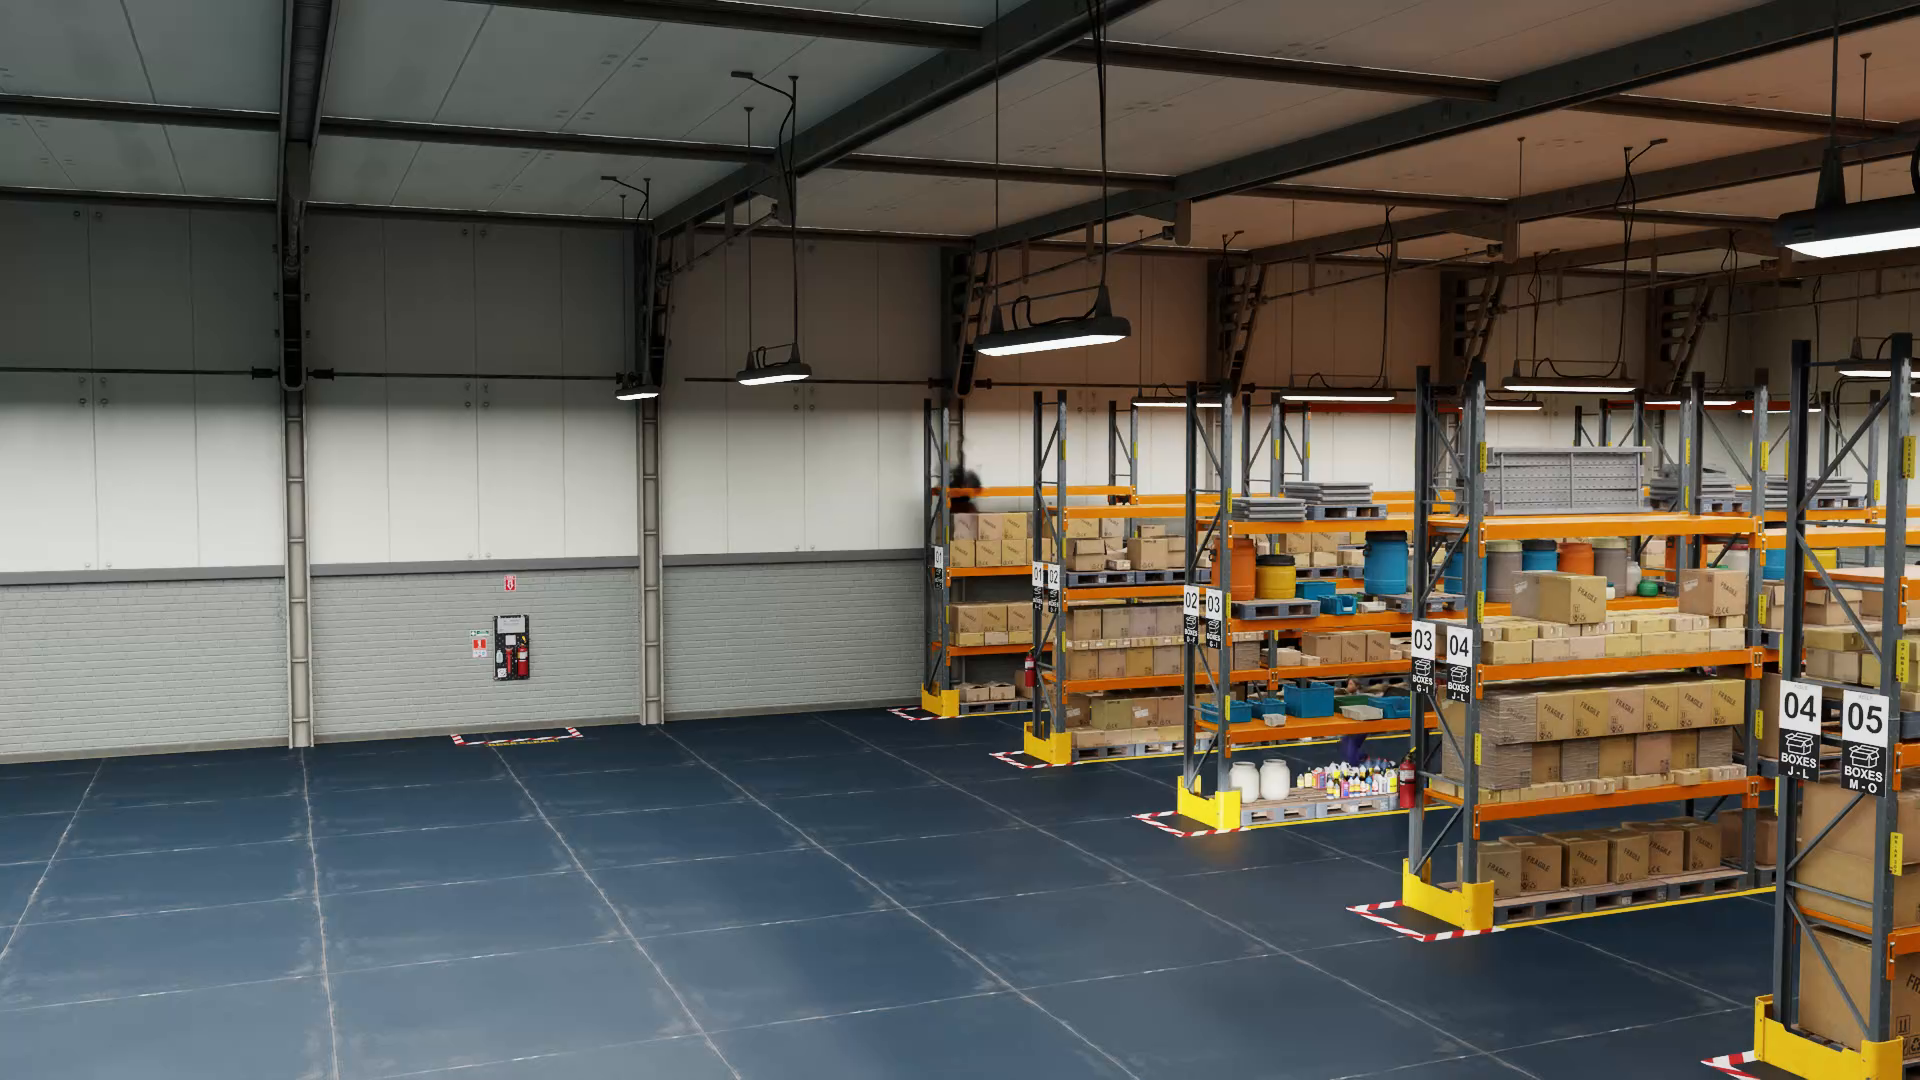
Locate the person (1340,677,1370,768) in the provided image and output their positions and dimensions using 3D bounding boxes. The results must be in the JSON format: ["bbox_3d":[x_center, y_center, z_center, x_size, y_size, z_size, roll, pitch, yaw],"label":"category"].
[{"bbox_3d":[6.094,2.885,25.384,0.585,1.604,0.595,-2,4,-27],"label":"person"}]
